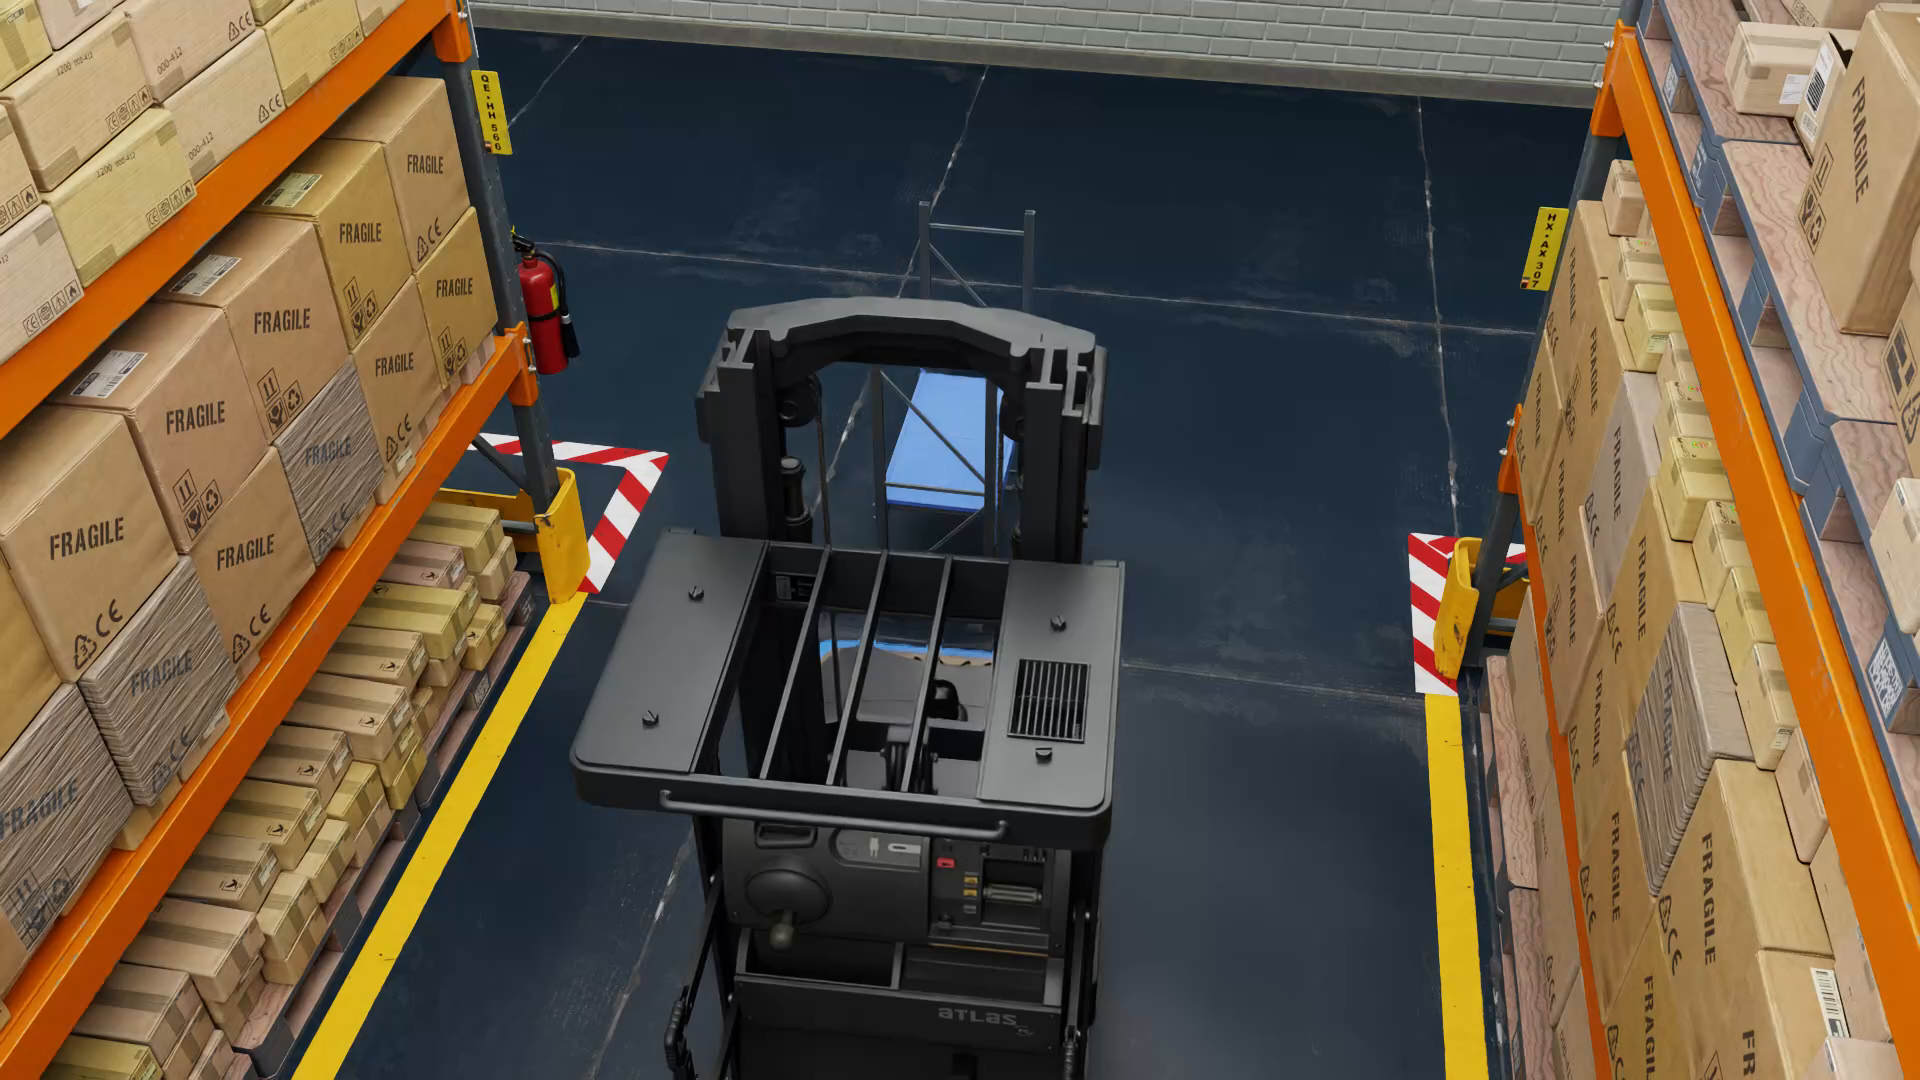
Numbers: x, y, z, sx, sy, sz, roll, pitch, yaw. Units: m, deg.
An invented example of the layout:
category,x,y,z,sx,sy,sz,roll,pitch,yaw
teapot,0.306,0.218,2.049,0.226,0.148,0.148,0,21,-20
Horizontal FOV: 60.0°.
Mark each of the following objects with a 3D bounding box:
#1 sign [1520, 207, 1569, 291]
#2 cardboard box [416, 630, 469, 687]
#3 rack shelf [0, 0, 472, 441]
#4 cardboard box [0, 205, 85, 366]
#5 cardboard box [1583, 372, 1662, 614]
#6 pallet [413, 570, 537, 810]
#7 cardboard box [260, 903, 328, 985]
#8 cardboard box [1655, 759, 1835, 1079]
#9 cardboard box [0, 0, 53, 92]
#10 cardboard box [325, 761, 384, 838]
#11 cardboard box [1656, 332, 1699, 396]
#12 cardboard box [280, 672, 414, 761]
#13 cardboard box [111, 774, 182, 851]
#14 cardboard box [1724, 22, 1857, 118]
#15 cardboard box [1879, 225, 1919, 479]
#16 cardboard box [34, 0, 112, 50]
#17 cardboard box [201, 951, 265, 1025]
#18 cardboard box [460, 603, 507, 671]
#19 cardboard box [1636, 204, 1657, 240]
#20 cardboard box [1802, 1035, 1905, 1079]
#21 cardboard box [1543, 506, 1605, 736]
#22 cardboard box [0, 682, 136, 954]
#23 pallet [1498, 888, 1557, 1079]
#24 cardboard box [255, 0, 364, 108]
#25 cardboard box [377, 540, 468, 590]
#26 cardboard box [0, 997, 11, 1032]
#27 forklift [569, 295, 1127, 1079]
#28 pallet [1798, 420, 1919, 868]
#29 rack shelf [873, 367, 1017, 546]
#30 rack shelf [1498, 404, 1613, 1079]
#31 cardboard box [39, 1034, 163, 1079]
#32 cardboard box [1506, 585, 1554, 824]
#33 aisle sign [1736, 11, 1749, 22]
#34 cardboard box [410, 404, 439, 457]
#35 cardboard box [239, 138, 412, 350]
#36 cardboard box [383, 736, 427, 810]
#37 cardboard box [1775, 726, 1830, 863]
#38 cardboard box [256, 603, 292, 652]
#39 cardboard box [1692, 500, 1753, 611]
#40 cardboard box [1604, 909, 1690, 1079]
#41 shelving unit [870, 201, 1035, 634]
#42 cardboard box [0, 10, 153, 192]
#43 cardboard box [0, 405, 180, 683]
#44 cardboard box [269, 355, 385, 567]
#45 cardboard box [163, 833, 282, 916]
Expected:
category,x,y,z,sx,sy,sz,roll,pitch,yaw
sign,2.074,-1.031,5.901,0.100,0.325,0.005,6,40,8
cardboard box,-2.172,0.427,6.554,0.380,0.149,0.250,5,40,6
rack shelf,-2.620,-0.708,4.462,1.077,0.370,4.000,6,40,8
cardboard box,-2.439,-0.573,3.853,0.500,0.250,0.500,8,40,10
cardboard box,2.092,-0.107,4.662,0.500,0.500,0.500,6,40,7
pallet,-2.462,0.544,6.926,1.003,0.211,1.213,6,40,8
cardboard box,-2.402,1.351,5.669,0.380,0.149,0.250,5,40,6
cardboard box,1.832,0.841,3.516,0.500,0.500,0.500,6,40,7
cardboard box,-2.370,-1.159,3.857,0.380,0.149,0.250,5,40,6
cardboard box,-2.312,0.912,5.967,0.380,0.149,0.250,8,40,10
cardboard box,2.131,-0.423,4.535,0.380,0.149,0.250,7,40,8
cardboard box,-2.234,0.642,6.061,0.380,0.149,0.250,8,40,9
cardboard box,-2.468,0.717,4.726,0.380,0.149,0.250,7,40,8
cardboard box,2.204,-1.204,4.287,0.380,0.149,0.250,8,40,9
cardboard box,2.129,-0.338,2.961,0.797,0.503,0.637,9,40,11
cardboard box,-2.330,-1.324,4.056,0.380,0.149,0.250,5,40,6
cardboard box,-2.506,1.392,5.387,0.380,0.149,0.250,8,40,10
cardboard box,-2.104,0.379,6.846,0.380,0.149,0.250,8,40,9
cardboard box,2.310,-0.911,5.126,0.380,0.149,0.250,7,40,9
cardboard box,1.667,1.006,2.806,0.380,0.149,0.250,6,40,7
cardboard box,2.087,0.267,4.994,0.500,0.500,0.500,6,40,7
cardboard box,-2.553,0.679,4.263,0.500,0.500,0.500,6,40,8
pallet,2.344,1.747,5.472,1.003,0.211,1.213,6,40,8
cardboard box,-2.173,-1.547,5.030,0.500,0.250,0.500,6,40,8
cardboard box,-2.216,0.135,6.673,0.380,0.149,0.250,7,40,9
cardboard box,-2.623,1.211,4.128,0.380,0.149,0.250,7,40,9
forklift,-0.194,0.992,4.250,1.130,2.935,3.031,4,40,5
pallet,2.079,0.274,2.780,1.003,0.211,1.213,6,40,8
rack shelf,-0.015,-0.386,7.322,0.538,0.185,1.000,6,40,8
rack shelf,2.273,0.931,4.835,1.077,0.370,4.000,6,40,8
cardboard box,-2.601,1.610,4.890,0.380,0.149,0.250,6,40,7
cardboard box,2.603,0.649,6.292,0.875,0.438,0.875,5,40,6
aisle sign,2.346,-1.681,5.389,0.394,0.787,0.004,6,40,8
cardboard box,-2.160,-0.441,6.126,0.380,0.149,0.250,6,40,7
cardboard box,-2.196,-0.990,5.497,0.500,0.500,0.500,5,40,6
cardboard box,-2.247,0.858,6.266,0.380,0.149,0.250,5,40,6
cardboard box,1.898,0.537,3.375,0.380,0.149,0.250,6,40,7
cardboard box,-2.391,0.216,5.332,0.380,0.149,0.250,7,40,8
cardboard box,1.978,0.055,3.957,0.380,0.149,0.250,6,40,8
cardboard box,1.839,1.227,3.833,0.500,0.500,0.500,5,40,7
shelving unit,-0.015,-0.524,7.207,0.538,1.500,1.048,6,40,8
cardboard box,-2.380,-1.100,4.098,0.500,0.250,0.500,5,40,6
cardboard box,-2.455,-0.008,4.310,0.500,0.500,0.500,7,40,8
cardboard box,-2.270,-0.285,5.429,0.500,0.500,0.500,7,40,8
cardboard box,-2.488,1.113,5.491,0.380,0.149,0.250,5,40,6
